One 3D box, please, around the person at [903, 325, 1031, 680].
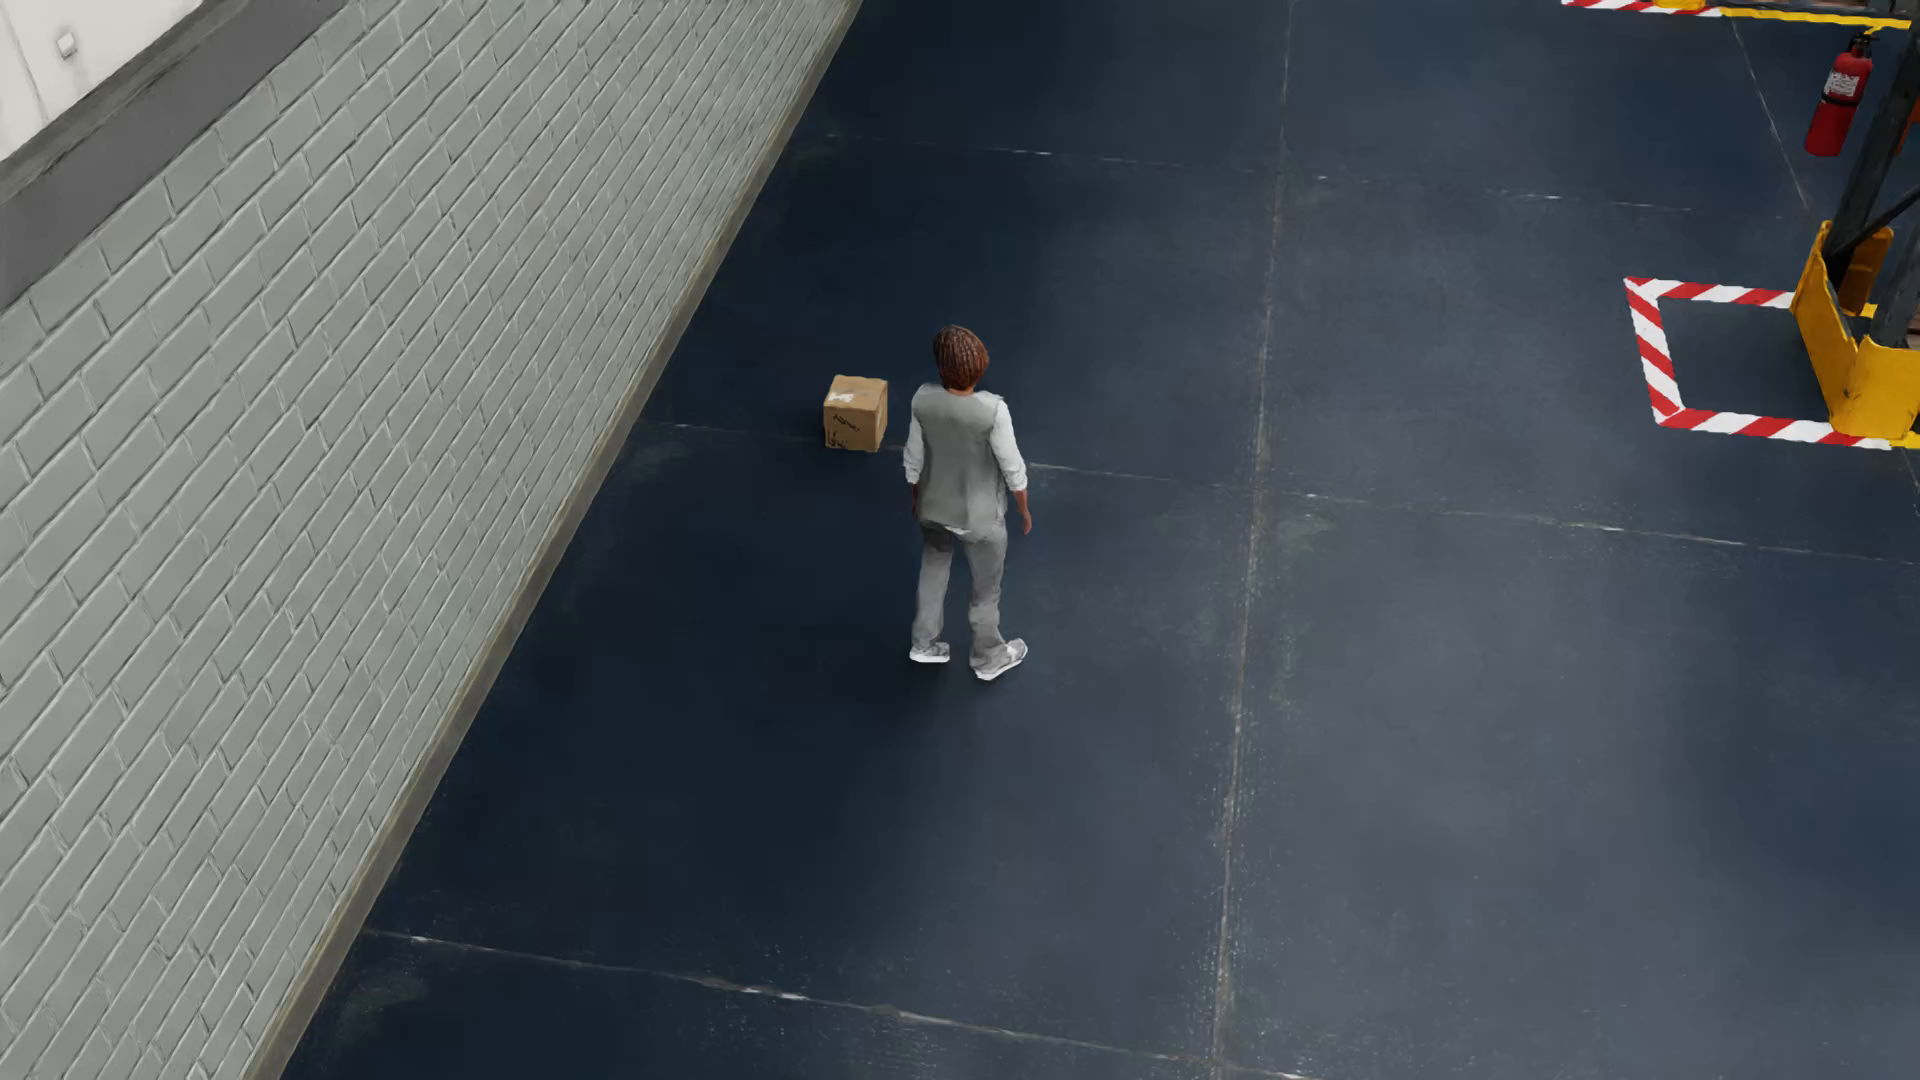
[{"bbox_3d":[0.008,-0.088,6.248,0.467,1.594,0.402,16,44,18],"label":"person"}]
